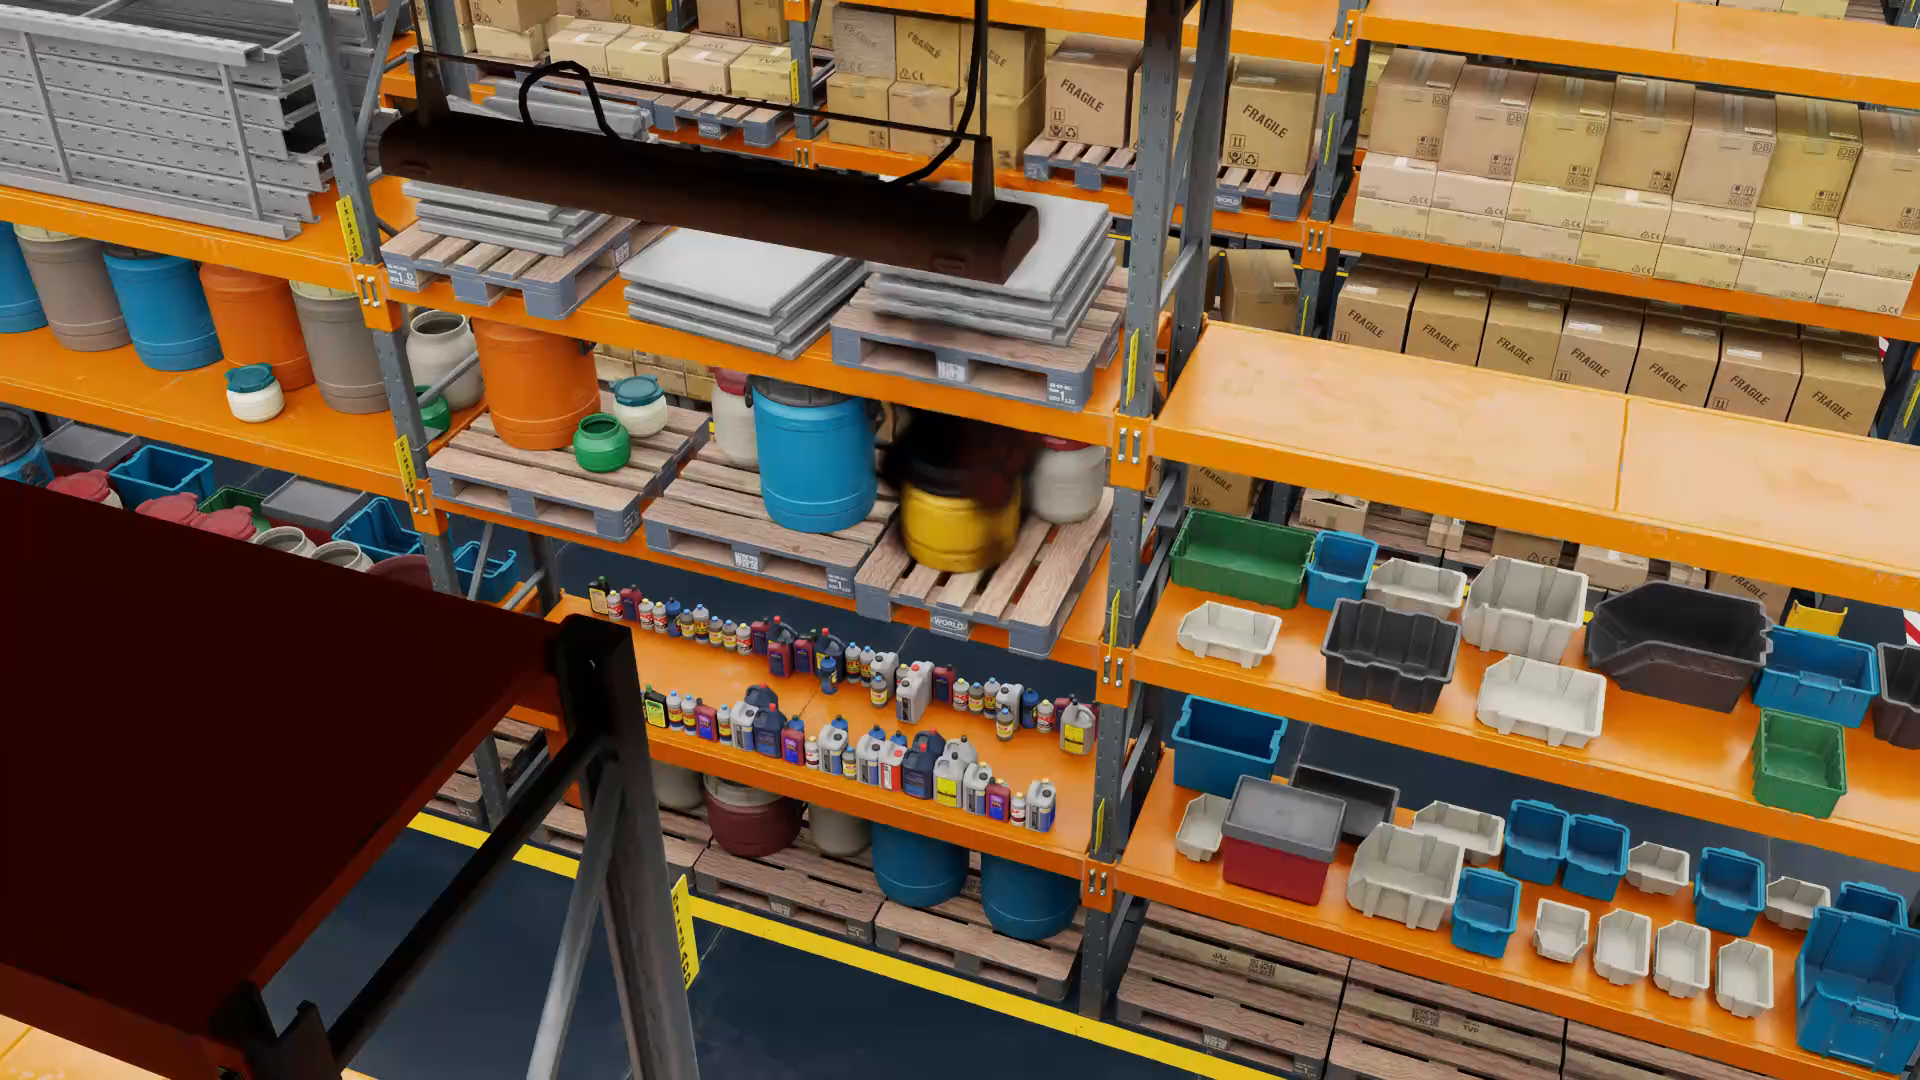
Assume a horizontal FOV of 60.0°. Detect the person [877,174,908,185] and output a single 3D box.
[{"bbox_3d":[-0.611,-3.203,16.373,0.524,1.649,0.405,8,37,10],"label":"person"}]
